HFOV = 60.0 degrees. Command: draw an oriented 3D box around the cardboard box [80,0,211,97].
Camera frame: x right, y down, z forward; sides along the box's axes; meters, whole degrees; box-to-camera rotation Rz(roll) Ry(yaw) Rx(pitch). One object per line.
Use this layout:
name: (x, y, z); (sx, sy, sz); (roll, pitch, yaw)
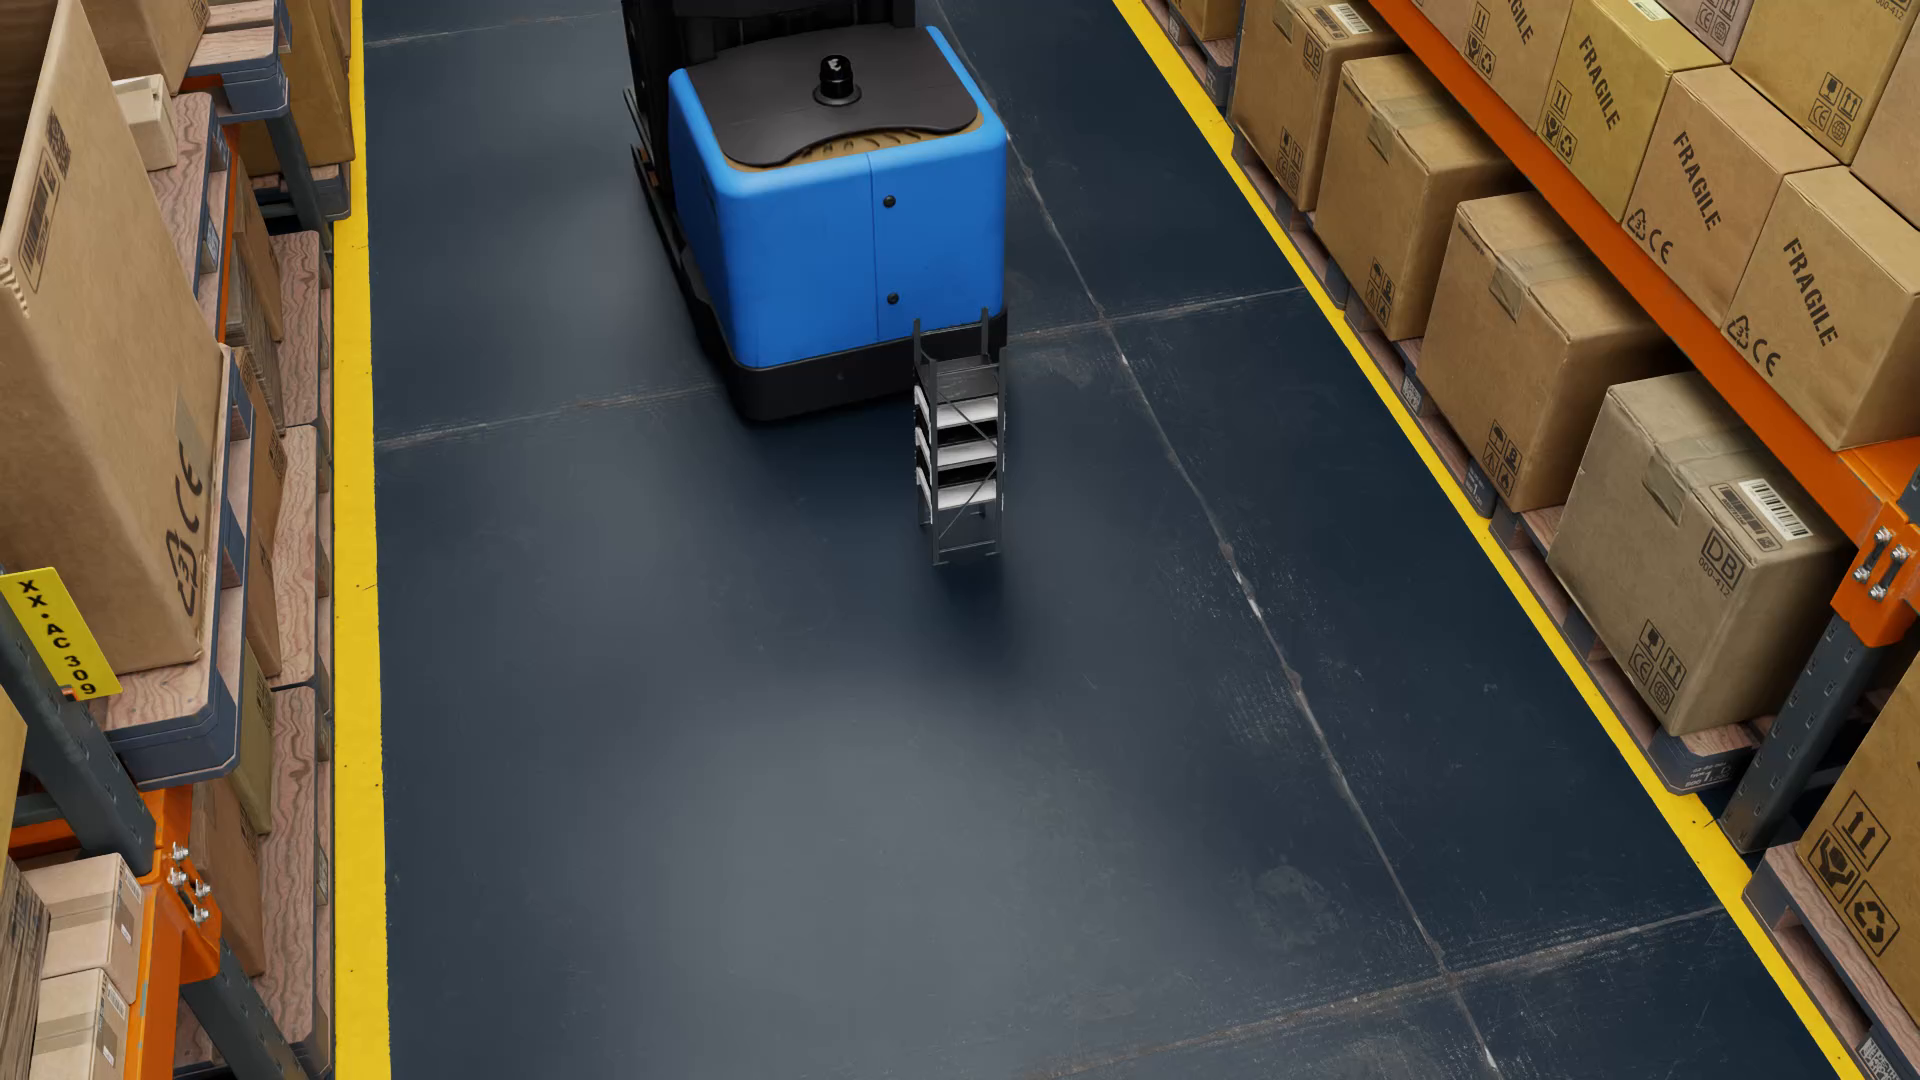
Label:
cardboard box: (-2.689, -1.635, 4.888); (0.700, 0.500, 0.500); (-4, 46, -4)

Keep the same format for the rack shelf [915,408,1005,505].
rack shelf: (-0.002, -0.295, 5.460); (0.258, 0.252, 0.200); (-11, 47, -10)

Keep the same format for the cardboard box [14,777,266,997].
cardboard box: (-2.218, 0.869, 4.240); (0.700, 0.500, 0.500); (-14, 47, -13)

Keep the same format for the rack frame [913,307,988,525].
rack frame: (-0.028, -0.391, 5.503); (0.240, 0.900, 0.006); (-11, 47, -10)

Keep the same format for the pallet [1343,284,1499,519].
pallet: (2.152, -0.648, 6.237); (1.003, 0.211, 1.213); (-11, 47, -10)

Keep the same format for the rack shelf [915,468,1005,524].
rack shelf: (-0.002, -0.171, 5.586); (0.258, 0.077, 0.200); (-11, 47, -10)

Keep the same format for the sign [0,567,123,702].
sign: (-1.559, 0.169, 2.878); (0.100, 0.325, 0.005); (-11, 47, -10)

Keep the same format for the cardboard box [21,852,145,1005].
cardboard box: (-1.743, 0.759, 3.082); (0.380, 0.149, 0.250); (-11, 47, -10)

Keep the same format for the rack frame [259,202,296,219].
rack frame: (-3.103, -2.186, 5.792); (0.949, 2.616, 0.053); (-11, 47, -10)

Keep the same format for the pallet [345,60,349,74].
pallet: (-3.544, -2.608, 8.158); (1.003, 0.211, 1.213); (-11, 47, -10)

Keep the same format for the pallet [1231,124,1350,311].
pallet: (1.844, -1.488, 7.061); (1.003, 0.211, 1.213); (-11, 47, -10)

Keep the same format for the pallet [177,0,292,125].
pallet: (-2.821, -1.646, 5.397); (1.213, 0.211, 1.003); (-11, 47, -10)

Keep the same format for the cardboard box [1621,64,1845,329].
cardboard box: (2.217, -0.956, 4.517); (0.500, 0.500, 0.500); (-11, 47, -11)

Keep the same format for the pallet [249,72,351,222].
pallet: (-3.235, -1.768, 7.334); (1.003, 0.211, 1.213); (-11, 47, -10)

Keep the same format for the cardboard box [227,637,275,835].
cardboard box: (-2.322, 0.537, 4.566); (0.700, 0.500, 0.500); (-11, 47, -11)

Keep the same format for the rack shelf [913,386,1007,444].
rack shelf: (-0.002, -0.423, 5.329); (0.258, 0.077, 0.200); (-11, 47, -10)

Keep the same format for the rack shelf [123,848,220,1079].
rack shelf: (-1.570, 2.209, 1.989); (1.077, 0.370, 4.000); (-11, 47, -10)

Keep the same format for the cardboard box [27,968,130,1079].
cardboard box: (-1.688, 0.933, 2.911); (0.380, 0.149, 0.250); (-11, 47, -10)

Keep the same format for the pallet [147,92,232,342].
pallet: (-2.560, -0.759, 4.528); (1.003, 0.211, 1.213); (-11, 47, -10)

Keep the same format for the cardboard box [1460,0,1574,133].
cardboard box: (1.956, -1.655, 5.202); (0.500, 0.500, 0.500); (-11, 47, -11)

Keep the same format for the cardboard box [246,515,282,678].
cardboard box: (-2.466, 0.150, 4.945); (0.700, 0.500, 0.500); (-14, 47, -14)

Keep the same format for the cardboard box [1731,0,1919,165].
cardboard box: (2.472, -1.342, 4.195); (0.700, 0.500, 0.500); (-11, 47, -11)

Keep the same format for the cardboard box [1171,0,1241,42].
cardboard box: (1.293, -2.701, 7.753); (0.500, 0.500, 0.500); (-11, 47, -11)

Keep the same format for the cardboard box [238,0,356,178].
cardboard box: (-3.262, -2.069, 6.871); (1.225, 0.875, 0.875); (-13, 47, -12)

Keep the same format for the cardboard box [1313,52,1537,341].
cardboard box: (2.011, -1.342, 6.246); (1.050, 0.750, 0.750); (-10, 46, -10)

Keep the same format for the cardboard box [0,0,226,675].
cardboard box: (-2.150, -0.355, 3.284); (1.000, 1.000, 1.000); (-10, 46, -10)

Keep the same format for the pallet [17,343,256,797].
pallet: (-2.137, 0.089, 3.697); (1.003, 0.211, 1.213); (-11, 47, -10)

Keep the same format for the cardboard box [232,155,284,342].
cardboard box: (-2.915, -1.006, 6.077); (0.700, 0.500, 0.500); (-13, 47, -12)

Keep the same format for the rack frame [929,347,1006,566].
rack frame: (0.024, -0.250, 5.365); (0.240, 0.900, 0.006); (-11, 47, -10)

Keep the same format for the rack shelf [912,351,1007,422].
rack shelf: (6.545, -0.505, 3.555); (12.311, 2.546, 5.840); (-11, 47, -10)

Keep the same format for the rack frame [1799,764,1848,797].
rack frame: (2.735, -0.260, 3.905); (0.949, 2.616, 0.053); (-11, 47, -10)

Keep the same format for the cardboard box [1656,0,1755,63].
cardboard box: (2.343, -1.691, 4.537); (0.700, 0.500, 0.500); (-10, 46, -10)

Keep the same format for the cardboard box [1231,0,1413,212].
cardboard box: (0.328, 0.007, 4.582); (5.455, 1.239, 5.693); (-11, 47, -11)

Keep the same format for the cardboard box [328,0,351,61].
cardboard box: (-3.483, -2.686, 7.476); (1.225, 0.875, 0.875); (-11, 47, -10)

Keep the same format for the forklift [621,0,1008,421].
forklift: (-4.155, -1.853, 5.514); (8.118, 2.935, 3.443); (-14, 47, -13)

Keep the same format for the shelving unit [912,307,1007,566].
shelving unit: (6.545, -0.280, 3.788); (12.311, 3.194, 5.845); (-11, 47, -10)

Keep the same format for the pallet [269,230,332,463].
pallet: (-10.761, -1.232, 6.809); (15.783, 0.211, 6.755); (-11, 47, -10)

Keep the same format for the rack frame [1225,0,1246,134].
rack frame: (1.715, -3.023, 6.612); (1.000, 3.000, 0.127); (-11, 47, -10)

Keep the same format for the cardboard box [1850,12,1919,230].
cardboard box: (2.606, -0.988, 3.848); (0.700, 0.500, 0.500); (-11, 47, -11)

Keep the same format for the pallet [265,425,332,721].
pallet: (-2.599, 0.171, 5.435); (1.003, 0.211, 1.213); (-11, 47, -10)

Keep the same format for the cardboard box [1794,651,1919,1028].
cardboard box: (2.832, 0.783, 4.076); (0.875, 0.875, 0.875); (-10, 46, -10)

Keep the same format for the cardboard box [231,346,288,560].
cardboard box: (-2.609, -0.235, 5.322); (0.700, 0.500, 0.500); (-7, 46, -7)

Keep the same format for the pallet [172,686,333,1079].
pallet: (-2.283, 1.015, 4.608); (1.003, 0.211, 1.213); (-11, 47, -10)

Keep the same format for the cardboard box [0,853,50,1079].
cardboard box: (-2.026, 0.759, 2.628); (0.875, 0.500, 0.500); (-11, 47, -10)

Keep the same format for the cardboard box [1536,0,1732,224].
cardboard box: (2.088, -1.305, 4.859); (0.500, 0.500, 0.500); (-10, 46, -10)

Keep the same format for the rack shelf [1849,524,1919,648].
rack shelf: (3.251, 1.372, 2.809); (1.077, 0.370, 4.000); (-11, 47, -10)

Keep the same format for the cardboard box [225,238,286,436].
cardboard box: (-2.761, -0.625, 5.704); (0.700, 0.500, 0.500); (-14, 47, -14)

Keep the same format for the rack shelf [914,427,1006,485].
rack shelf: (-0.002, -0.297, 5.458); (0.258, 0.077, 0.200); (-11, 47, -10)

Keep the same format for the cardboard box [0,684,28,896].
cardboard box: (-1.701, 0.347, 2.331); (0.500, 0.500, 0.500); (-11, 47, -10)

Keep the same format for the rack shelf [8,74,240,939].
rack shelf: (-2.594, -0.553, 4.695); (1.077, 0.370, 4.000); (-11, 47, -10)
